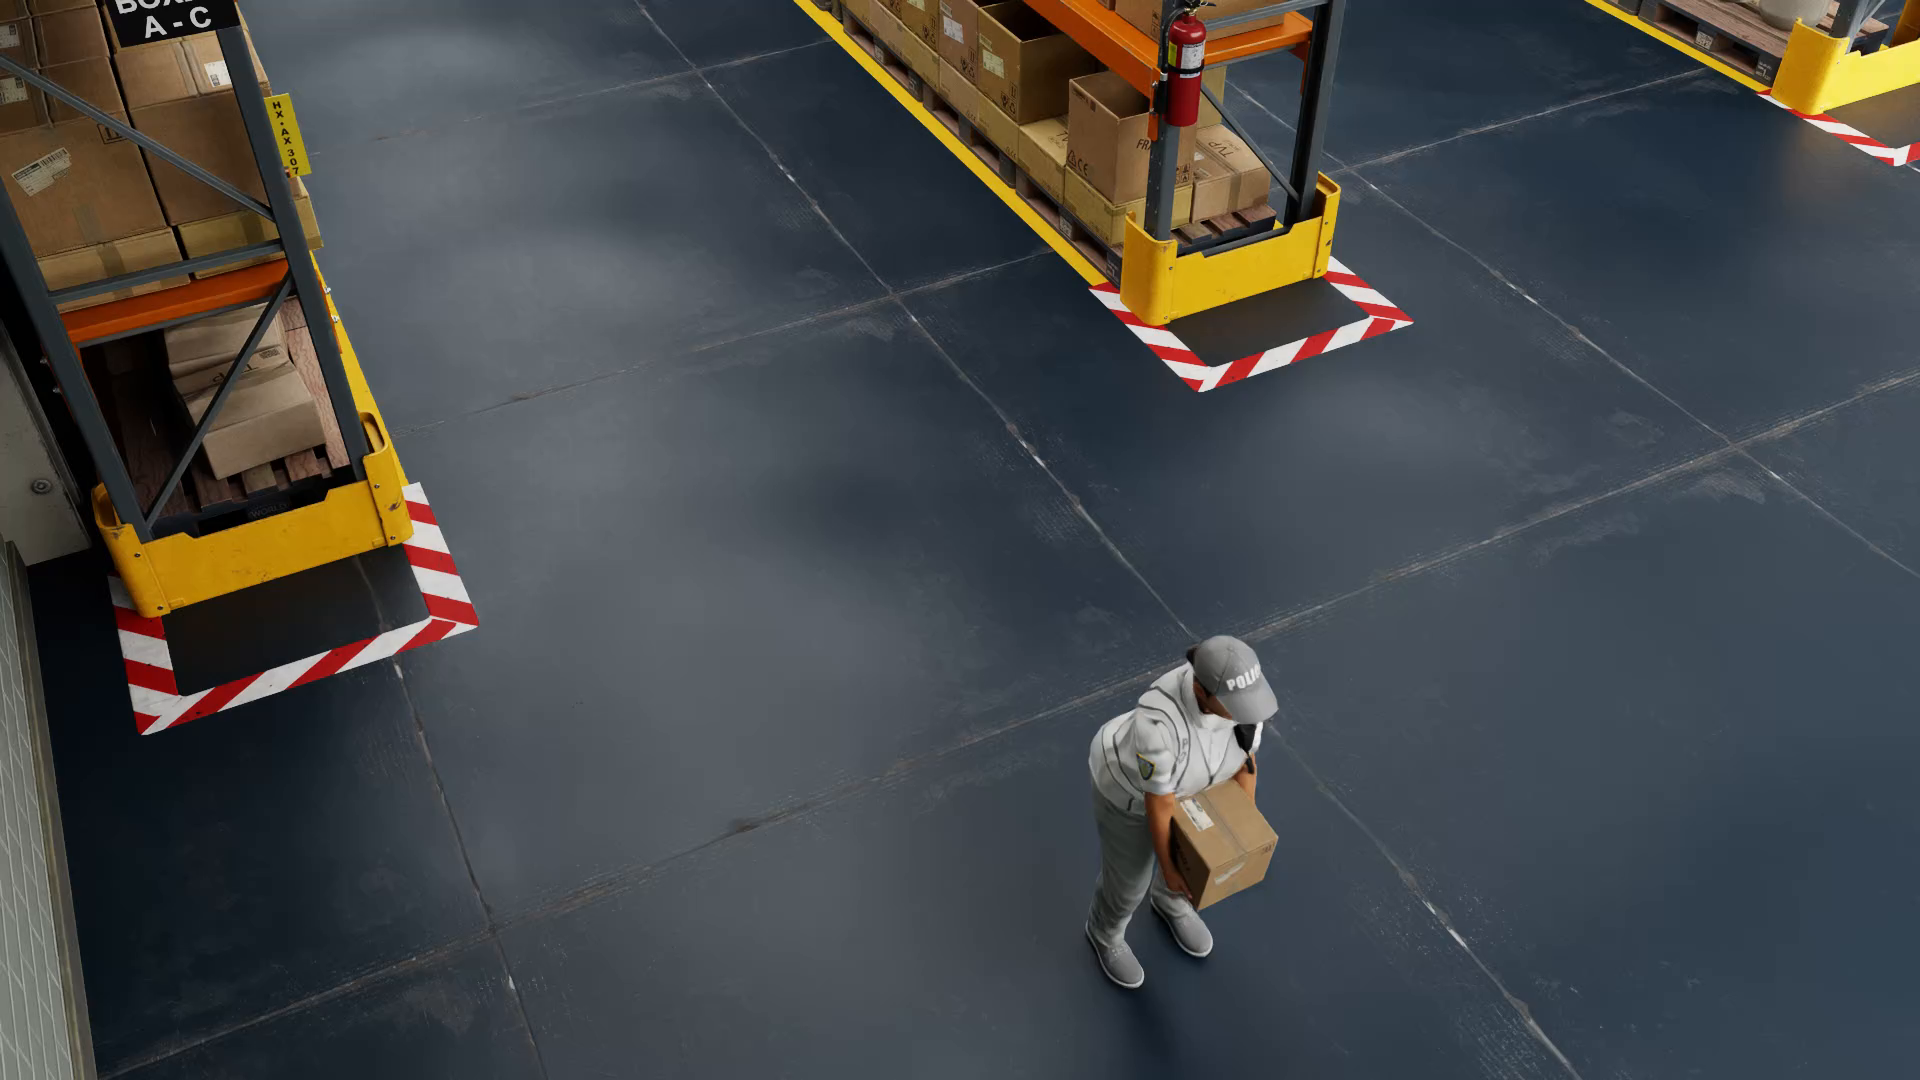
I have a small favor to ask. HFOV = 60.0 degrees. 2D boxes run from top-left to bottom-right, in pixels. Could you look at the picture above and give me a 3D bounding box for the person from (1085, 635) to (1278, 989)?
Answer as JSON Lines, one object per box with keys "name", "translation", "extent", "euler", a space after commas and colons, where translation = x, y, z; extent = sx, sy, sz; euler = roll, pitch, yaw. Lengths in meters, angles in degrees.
{"name": "person", "translation": [0.693, 0.838, 5.250], "extent": [0.452, 1.621, 0.576], "euler": [-20, 45, -21]}
